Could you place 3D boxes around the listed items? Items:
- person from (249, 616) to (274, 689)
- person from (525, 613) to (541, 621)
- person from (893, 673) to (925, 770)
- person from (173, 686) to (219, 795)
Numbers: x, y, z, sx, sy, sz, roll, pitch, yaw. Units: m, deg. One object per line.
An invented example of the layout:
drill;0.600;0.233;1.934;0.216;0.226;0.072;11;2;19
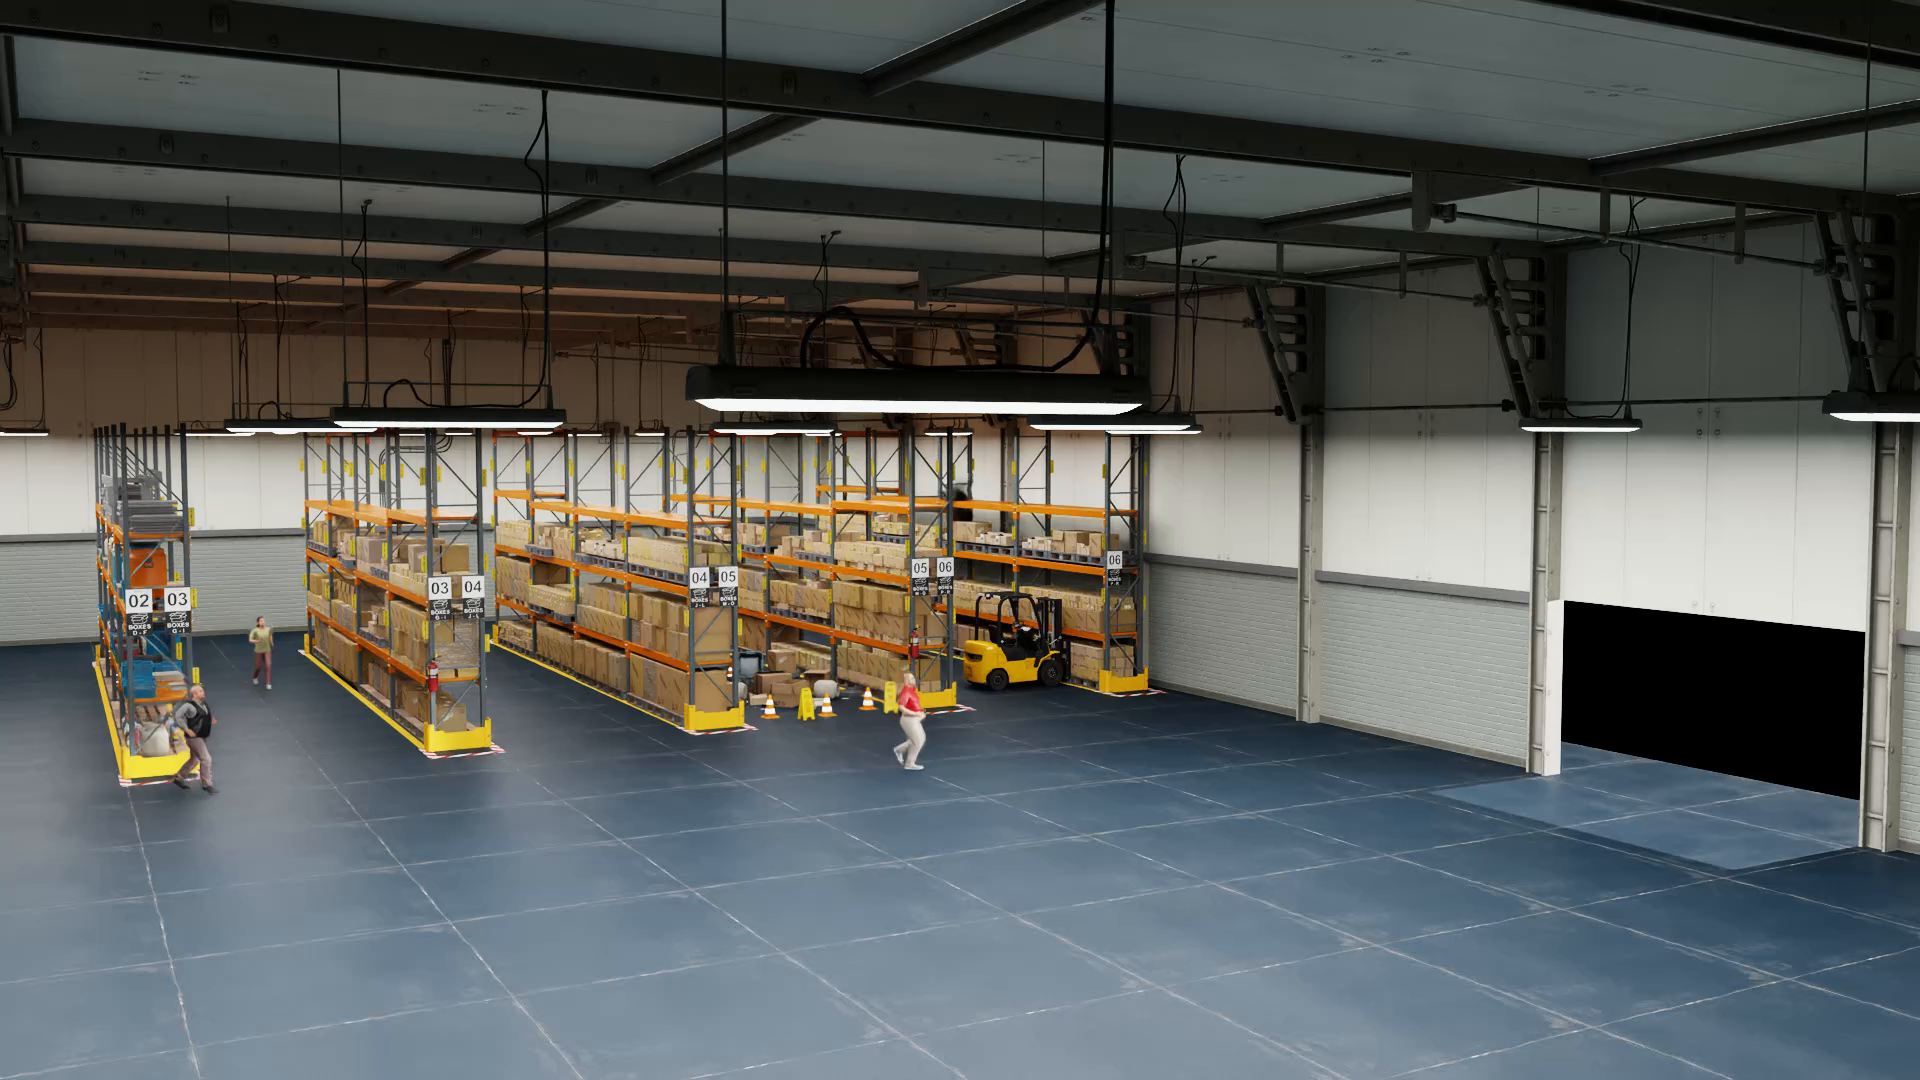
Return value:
person;-15.992;2.565;38.108;0.580;1.646;0.959;-3;4;-38
person;-12.572;1.868;48.969;0.743;1.824;0.640;-3;5;-41
person;-0.873;3.137;28.802;0.626;1.674;0.660;1;4;10
person;-12.367;3.231;26.915;0.808;1.757;0.661;0;3;2
